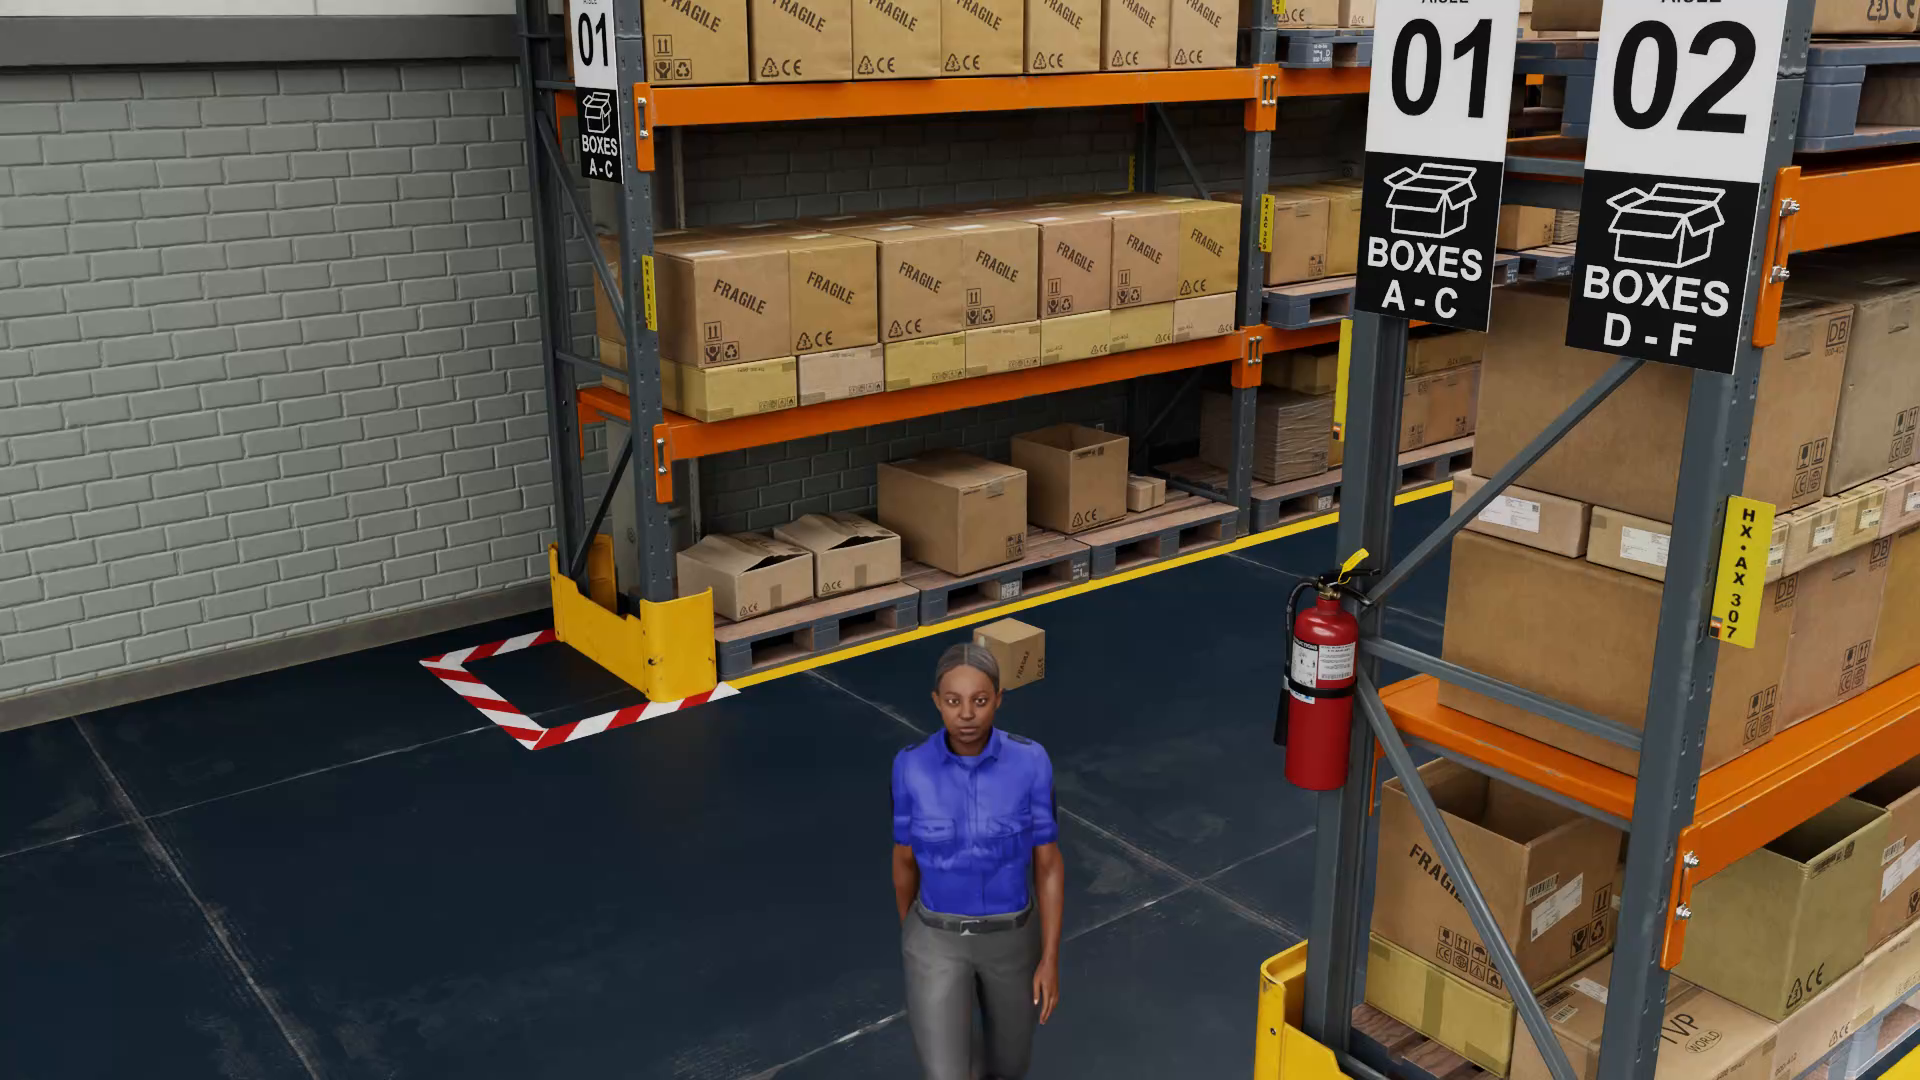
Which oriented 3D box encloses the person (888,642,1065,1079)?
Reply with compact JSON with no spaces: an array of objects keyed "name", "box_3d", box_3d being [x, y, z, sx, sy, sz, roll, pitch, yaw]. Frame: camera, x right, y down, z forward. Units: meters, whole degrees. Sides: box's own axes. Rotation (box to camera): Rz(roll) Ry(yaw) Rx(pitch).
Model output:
[{"name":"person","box_3d":[0.042,1.043,4.329,0.443,1.596,0.892,-1,18,-4]}]
